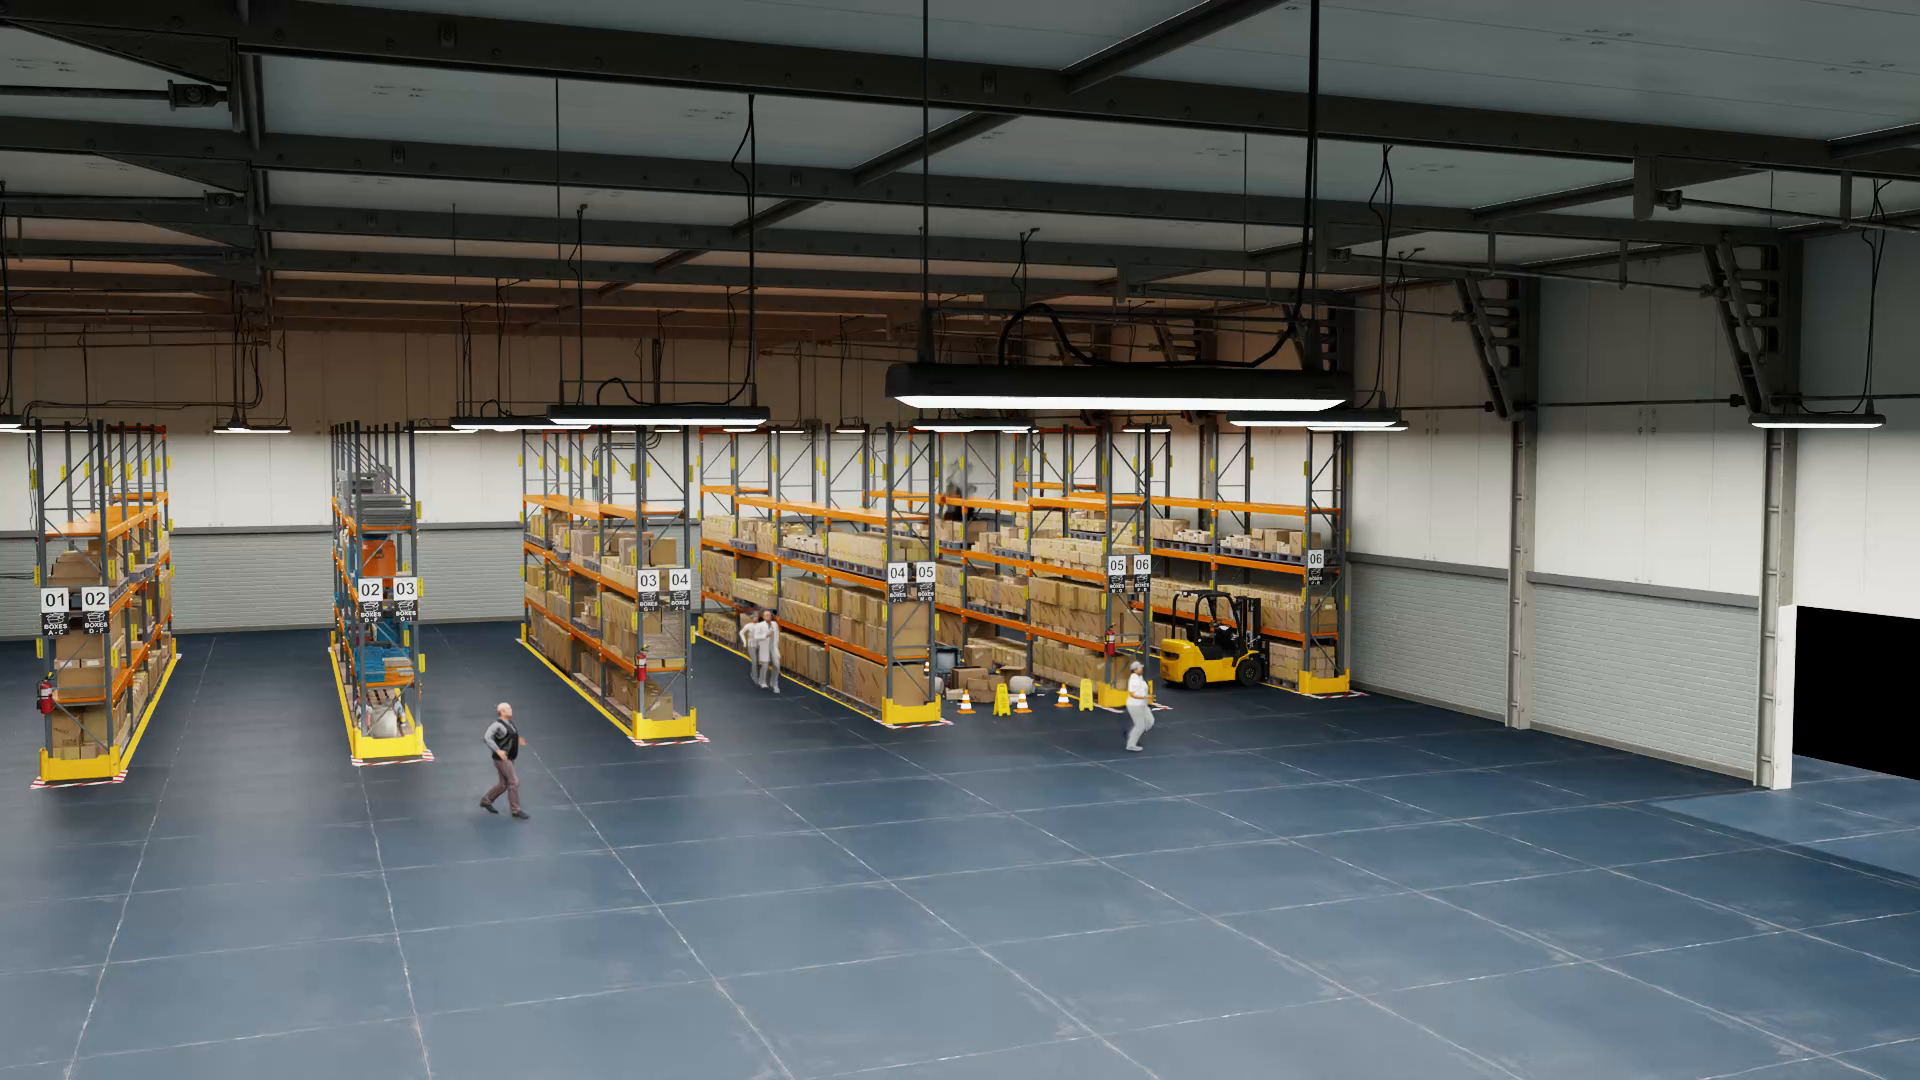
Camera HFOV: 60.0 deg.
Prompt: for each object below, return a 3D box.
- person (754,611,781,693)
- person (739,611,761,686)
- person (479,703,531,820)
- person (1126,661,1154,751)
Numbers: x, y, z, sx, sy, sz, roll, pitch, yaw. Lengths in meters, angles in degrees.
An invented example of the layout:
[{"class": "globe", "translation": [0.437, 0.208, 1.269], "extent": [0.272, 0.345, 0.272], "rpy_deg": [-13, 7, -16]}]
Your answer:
[{"class": "person", "translation": [-4.308, 2.505, 37.323], "extent": [0.685, 1.842, 0.823], "rpy_deg": [-2, 4, -28]}, {"class": "person", "translation": [-4.713, 2.464, 38.257], "extent": [0.611, 1.682, 0.940], "rpy_deg": [-2, 4, -28]}, {"class": "person", "translation": [-6.815, 3.301, 24.868], "extent": [0.820, 1.739, 0.661], "rpy_deg": [0, 4, 1]}, {"class": "person", "translation": [3.290, 3.014, 30.231], "extent": [0.545, 1.623, 0.595], "rpy_deg": [1, 4, 21]}]
